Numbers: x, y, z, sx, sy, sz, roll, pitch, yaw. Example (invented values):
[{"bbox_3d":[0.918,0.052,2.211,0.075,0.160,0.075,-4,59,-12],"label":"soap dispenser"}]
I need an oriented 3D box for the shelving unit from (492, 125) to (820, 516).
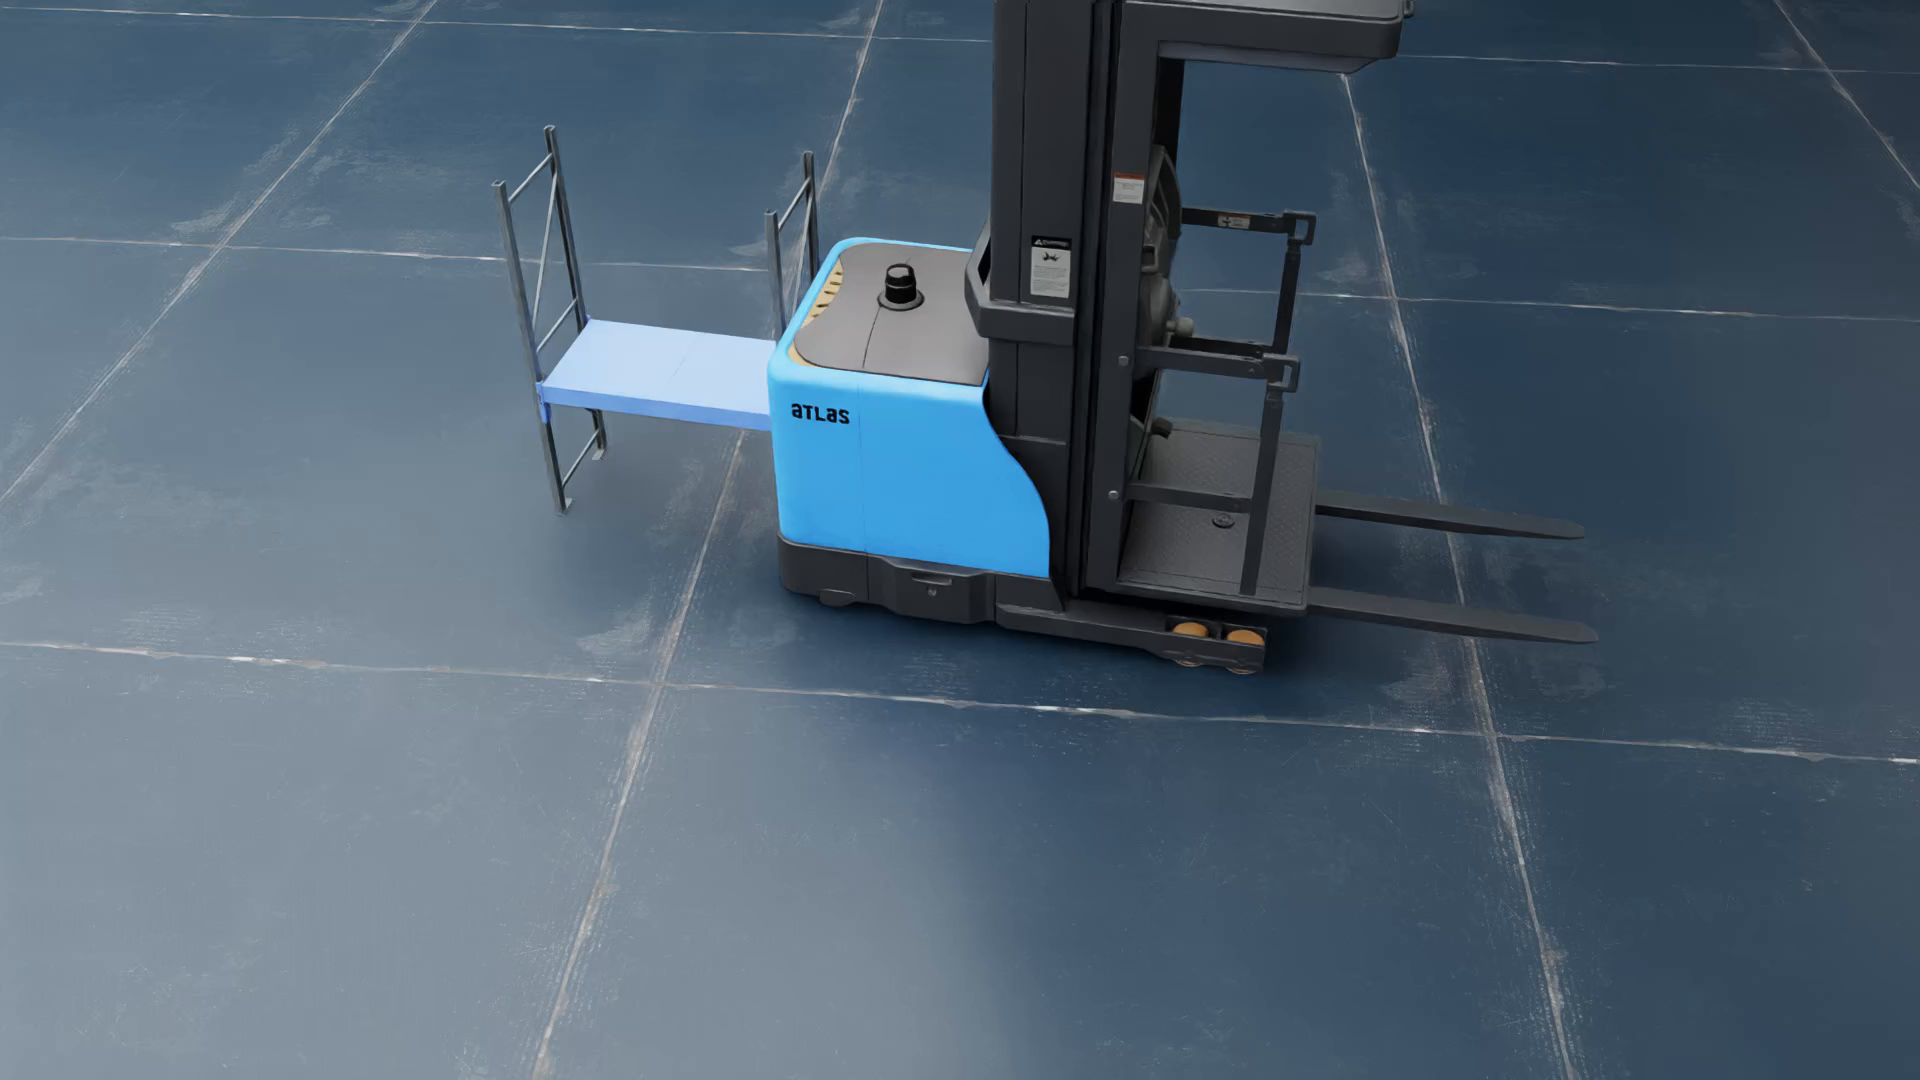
[{"bbox_3d":[-1.105,-0.767,6.505,1.048,1.500,0.538,8,40,9],"label":"shelving unit"}]

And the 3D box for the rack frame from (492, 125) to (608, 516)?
[{"bbox_3d":[-1.602,-0.836,6.589,0.032,1.500,0.500,8,40,9],"label":"rack frame"}]

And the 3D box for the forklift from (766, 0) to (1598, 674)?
[{"bbox_3d":[0.874,-1.010,5.669,3.031,2.935,1.130,8,40,10],"label":"forklift"}]

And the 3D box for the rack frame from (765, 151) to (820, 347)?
[{"bbox_3d":[-0.609,-0.699,6.421,0.032,1.500,0.500,8,40,9],"label":"rack frame"}]

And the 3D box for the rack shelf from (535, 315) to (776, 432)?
[{"bbox_3d":[-1.105,-0.628,6.618,1.000,0.185,0.538,8,40,9],"label":"rack shelf"}]
